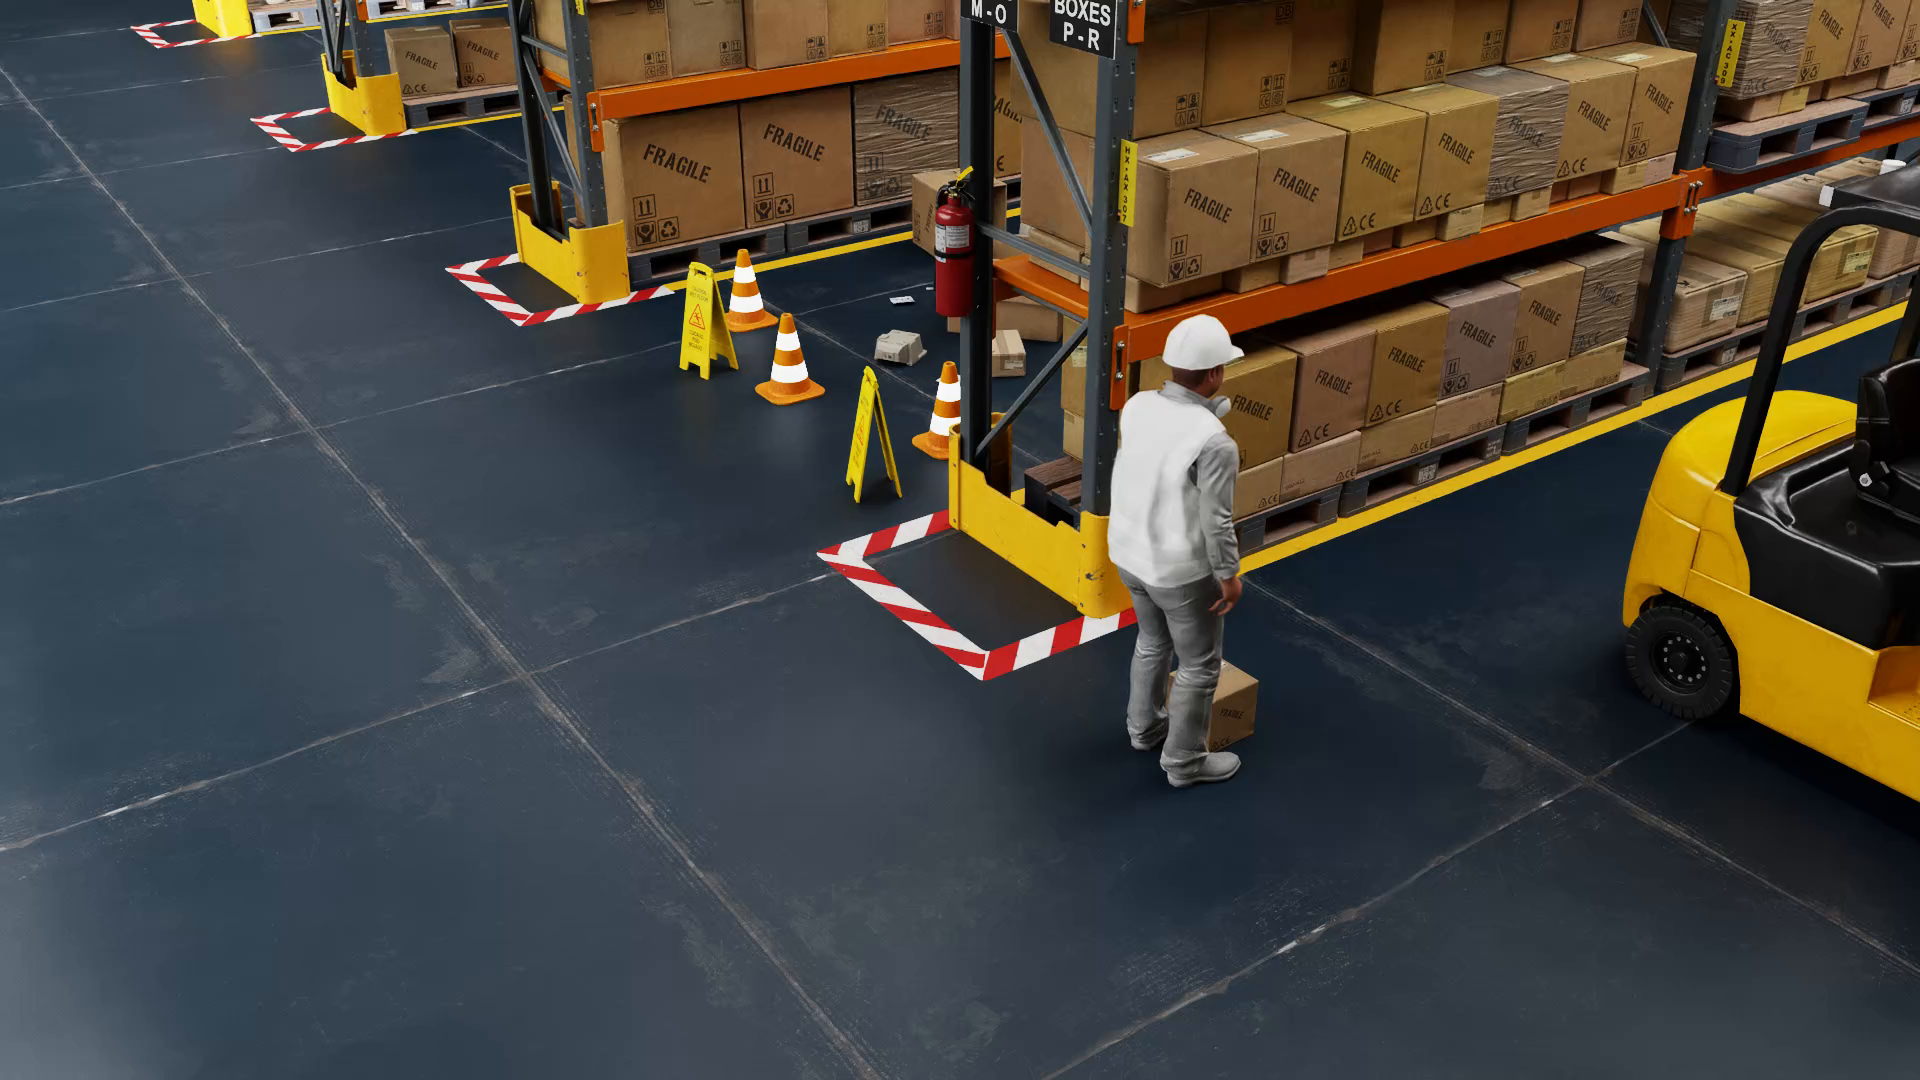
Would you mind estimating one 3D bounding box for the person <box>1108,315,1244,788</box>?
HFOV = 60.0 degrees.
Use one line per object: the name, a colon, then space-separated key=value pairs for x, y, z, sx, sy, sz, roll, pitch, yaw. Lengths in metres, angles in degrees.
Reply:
person: x=0.778 y=0.048 z=6.006 sx=0.462 sy=1.772 sz=0.581 roll=-18 pitch=33 yaw=-30
